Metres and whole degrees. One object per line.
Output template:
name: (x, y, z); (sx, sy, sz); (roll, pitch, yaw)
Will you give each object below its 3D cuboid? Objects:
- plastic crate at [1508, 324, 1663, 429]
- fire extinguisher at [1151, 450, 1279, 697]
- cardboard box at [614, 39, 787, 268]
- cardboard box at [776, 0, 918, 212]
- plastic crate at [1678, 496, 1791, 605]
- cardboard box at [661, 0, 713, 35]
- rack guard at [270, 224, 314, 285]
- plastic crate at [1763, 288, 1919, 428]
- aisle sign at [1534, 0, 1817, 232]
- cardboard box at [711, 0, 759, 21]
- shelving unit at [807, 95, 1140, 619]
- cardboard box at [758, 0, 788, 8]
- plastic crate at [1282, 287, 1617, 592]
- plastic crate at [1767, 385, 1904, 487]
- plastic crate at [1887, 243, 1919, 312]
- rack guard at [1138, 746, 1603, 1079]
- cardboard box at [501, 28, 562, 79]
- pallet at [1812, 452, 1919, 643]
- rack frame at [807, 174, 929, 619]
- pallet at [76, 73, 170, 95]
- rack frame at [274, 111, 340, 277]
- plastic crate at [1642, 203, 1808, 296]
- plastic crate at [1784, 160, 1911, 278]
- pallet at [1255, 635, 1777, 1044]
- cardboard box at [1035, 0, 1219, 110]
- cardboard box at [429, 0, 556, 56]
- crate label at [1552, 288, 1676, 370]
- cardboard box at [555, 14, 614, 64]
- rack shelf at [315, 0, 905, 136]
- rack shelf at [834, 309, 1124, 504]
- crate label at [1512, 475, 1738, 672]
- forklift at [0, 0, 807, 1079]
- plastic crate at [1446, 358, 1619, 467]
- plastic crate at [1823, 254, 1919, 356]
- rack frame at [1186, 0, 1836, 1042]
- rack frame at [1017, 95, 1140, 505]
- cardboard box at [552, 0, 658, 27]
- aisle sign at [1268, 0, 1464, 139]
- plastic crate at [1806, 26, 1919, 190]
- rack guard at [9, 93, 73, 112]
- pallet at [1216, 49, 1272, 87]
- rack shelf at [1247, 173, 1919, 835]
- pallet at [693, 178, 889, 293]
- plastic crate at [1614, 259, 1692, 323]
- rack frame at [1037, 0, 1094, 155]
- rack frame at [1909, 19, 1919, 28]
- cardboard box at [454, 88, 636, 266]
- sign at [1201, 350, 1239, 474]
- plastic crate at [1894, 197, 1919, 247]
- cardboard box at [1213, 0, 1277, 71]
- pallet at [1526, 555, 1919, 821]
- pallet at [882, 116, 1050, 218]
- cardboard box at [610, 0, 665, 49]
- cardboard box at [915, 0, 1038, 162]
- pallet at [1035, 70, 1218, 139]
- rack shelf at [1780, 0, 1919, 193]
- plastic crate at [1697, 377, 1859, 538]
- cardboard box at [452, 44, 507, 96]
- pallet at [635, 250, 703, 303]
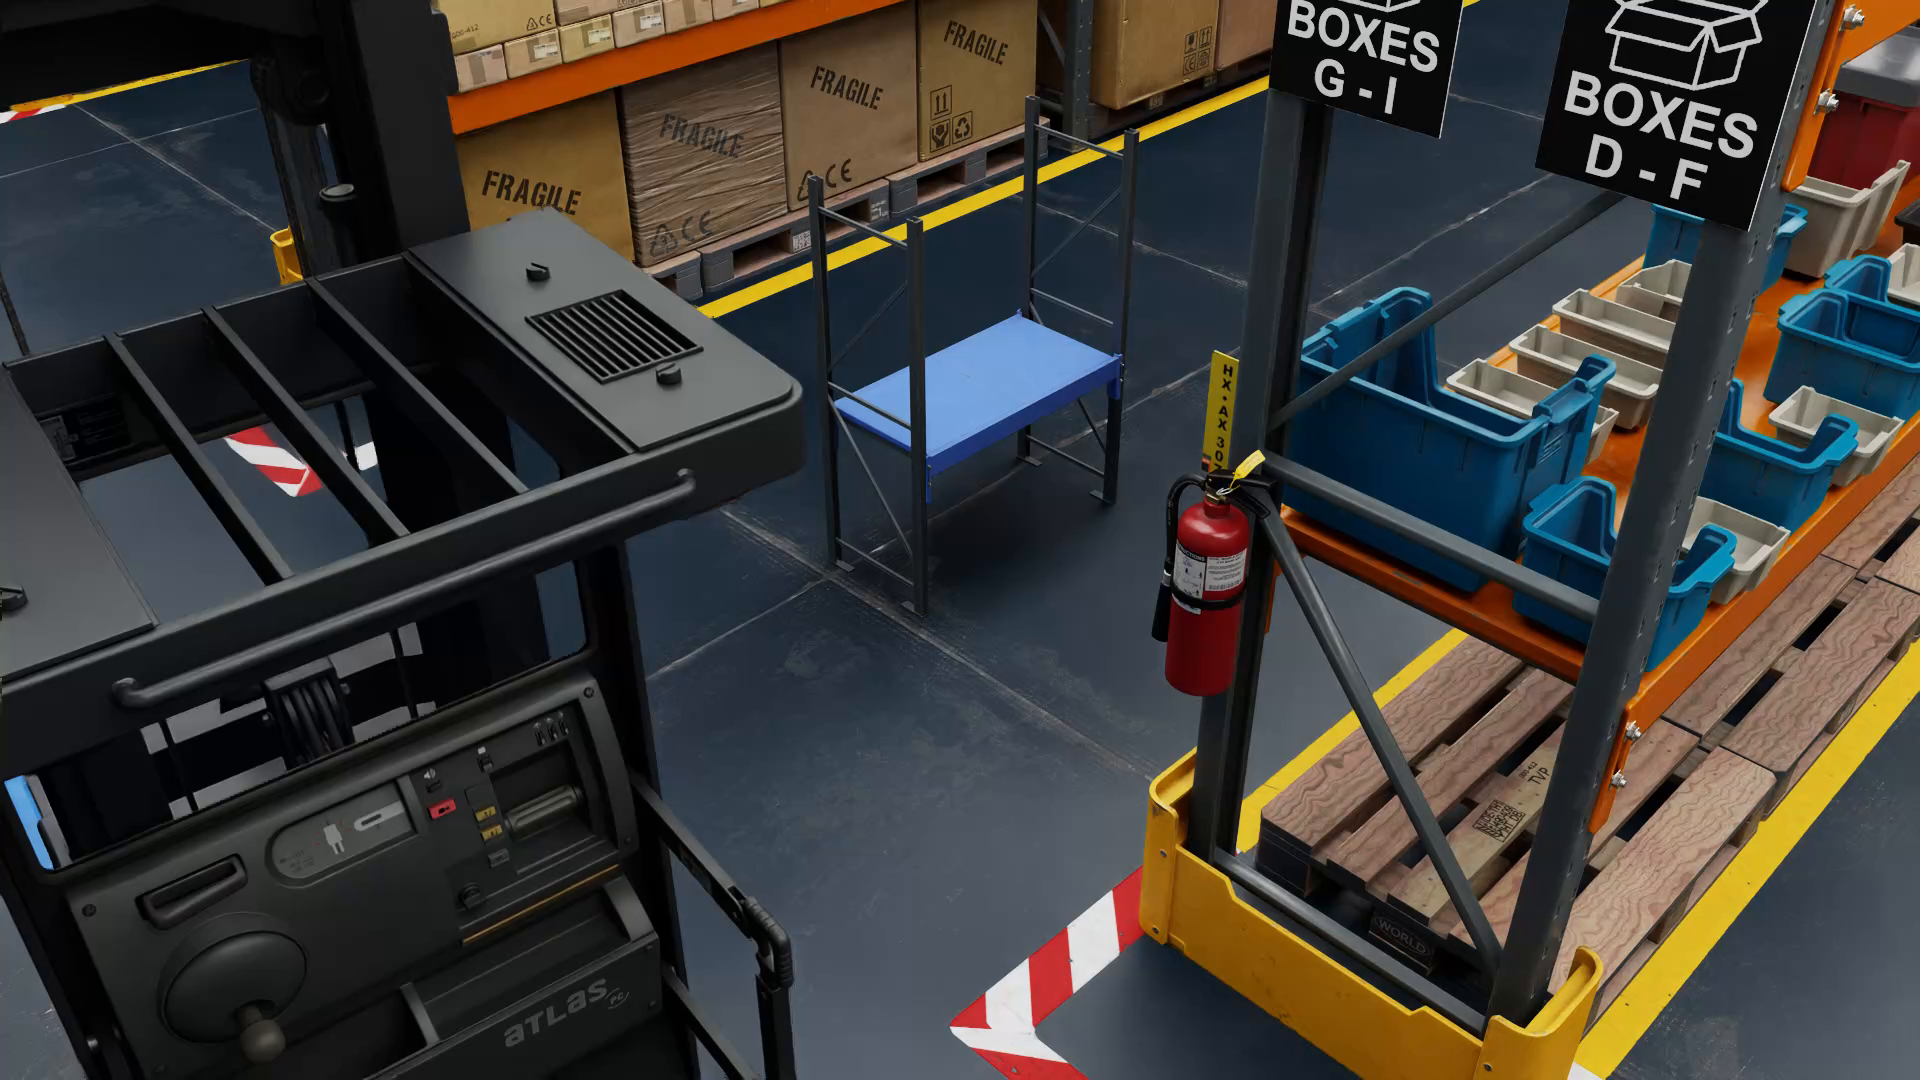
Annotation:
plastic crate: (1.681, -0.434, 4.428); (0.396, 0.136, 0.243); (30, 45, 35)
fire extinguisher: (0.592, 0.061, 3.933); (0.296, 0.674, 0.183); (30, 45, 35)
cardboard box: (-1.459, -1.960, 7.928); (0.875, 0.875, 0.875); (30, 45, 35)
cardboard box: (-0.832, -2.321, 8.446); (0.875, 0.875, 0.875); (30, 45, 35)
plastic crate: (1.713, 0.018, 3.780); (0.250, 0.136, 0.298); (30, 45, 35)
cardboard box: (-1.288, -2.323, 7.179); (0.380, 0.149, 0.250); (29, 44, 34)
rack guard: (-2.511, -0.962, 7.193); (1.175, 0.500, 0.348); (30, 45, 35)
plastic crate: (2.356, -0.459, 4.380); (0.416, 0.233, 0.300); (30, 45, 35)
aisle sign: (1.180, -0.919, 2.672); (0.394, 0.787, 0.004); (30, 45, 35)
cardboard box: (-1.106, -2.428, 7.330); (0.380, 0.149, 0.250); (29, 44, 35)
shelving unit: (0.060, -0.650, 5.871); (0.538, 1.500, 1.048); (30, 45, 35)
cardboard box: (-0.927, -2.531, 7.476); (0.380, 0.149, 0.250); (28, 44, 34)
plastic crate: (1.124, -0.252, 3.905); (0.616, 0.435, 0.499); (30, 45, 35)
plastic crate: (2.191, -0.257, 4.175); (0.250, 0.136, 0.298); (30, 45, 35)
plastic crate: (2.825, -0.713, 4.829); (0.293, 0.136, 0.466); (30, 45, 35)
rack guard: (1.013, 1.039, 4.323); (1.175, 0.500, 0.348); (30, 45, 35)
cardboard box: (-1.830, -2.010, 6.730); (0.380, 0.149, 0.250); (29, 44, 35)
pallet: (3.348, -0.167, 6.305); (1.003, 0.211, 1.213); (30, 45, 35)
rack frame: (-0.298, -0.443, 5.575); (0.500, 1.500, 0.032); (30, 45, 35)
pallet: (-5.292, -3.240, 10.712); (1.003, 0.211, 1.213); (30, 45, 35)
rack frame: (-2.495, -1.998, 6.492); (1.000, 3.000, 0.127); (30, 45, 35)
plastic crate: (2.285, -0.894, 5.004); (0.416, 0.233, 0.300); (30, 45, 35)
plastic crate: (2.632, -1.055, 5.192); (0.437, 0.282, 0.530); (30, 45, 35)
pallet: (1.629, 0.823, 4.885); (1.003, 0.211, 1.213); (30, 45, 35)
cardboard box: (0.760, -3.190, 9.692); (1.225, 0.875, 0.875); (30, 45, 35)
cardboard box: (-1.965, -2.144, 6.573); (0.500, 0.250, 0.500); (28, 44, 34)
crate label: (1.860, -0.556, 4.604); (0.396, 0.136, 0.243); (30, 45, 35)
cardboard box: (-1.650, -2.114, 6.879); (0.380, 0.149, 0.250); (28, 44, 34)
rack shelf: (-1.085, -2.514, 7.862); (1.077, 0.370, 4.000); (30, 45, 35)
rack shelf: (0.060, -0.502, 5.974); (0.538, 0.185, 1.000); (30, 45, 35)
crate label: (1.428, 0.075, 3.614); (0.416, 0.233, 0.303); (30, 45, 35)
forklift: (-0.896, 0.631, 2.783); (1.130, 2.935, 3.031); (-24, 41, -30)
plastic crate: (1.466, -0.322, 4.267); (0.396, 0.136, 0.243); (30, 45, 35)
plastic crate: (2.567, -0.581, 4.555); (0.416, 0.233, 0.300); (30, 45, 35)
rack frame: (1.020, -0.001, 3.630); (1.000, 3.000, 0.127); (30, 45, 35)
rack frame: (0.418, -0.856, 6.167); (0.500, 1.500, 0.032); (30, 45, 35)
cardboard box: (-1.603, -2.358, 6.880); (0.500, 0.250, 0.500); (29, 44, 35)
aisle sign: (0.762, -1.156, 3.013); (0.394, 0.787, 0.004); (30, 45, 35)
plastic crate: (3.032, -1.415, 5.548); (0.402, 0.464, 0.583); (30, 45, 35)
rack guard: (-5.890, -3.043, 10.176); (1.175, 0.500, 0.348); (30, 45, 35)
pallet: (1.674, -3.319, 10.824); (1.003, 0.211, 1.213); (30, 45, 35)
rack shelf: (2.429, -0.518, 5.000); (1.077, 0.370, 4.000); (30, 45, 35)
pallet: (-1.127, -1.703, 8.507); (1.003, 0.211, 1.213); (30, 45, 35)
plastic crate: (2.055, -0.684, 4.787); (0.298, 0.136, 0.250); (30, 45, 35)
rack frame: (0.324, -3.621, 8.820); (1.000, 3.000, 0.127); (30, 45, 35)
rack frame: (3.839, -1.625, 5.958); (1.000, 3.000, 0.127); (30, 45, 35)
cardboard box: (-2.100, -1.590, 7.398); (0.875, 0.875, 0.875); (30, 45, 35)
sign: (0.619, -0.283, 3.891); (0.100, 0.325, 0.005); (30, 45, 35)
plastic crate: (3.241, -0.974, 5.213); (0.437, 0.125, 0.590); (30, 45, 35)
cardboard box: (1.389, -3.553, 10.213); (1.225, 0.875, 0.875); (28, 44, 34)
pallet: (2.488, 0.330, 5.592); (1.003, 0.211, 1.213); (30, 45, 35)
pallet: (-0.268, -2.200, 9.221); (1.003, 0.211, 1.213); (30, 45, 35)
cardboard box: (-1.467, -2.221, 7.032); (0.380, 0.149, 0.250); (29, 44, 35)
cardboard box: (-0.198, -2.686, 8.970); (0.875, 0.875, 0.875); (30, 45, 35)
pallet: (0.814, -2.821, 10.111); (1.003, 0.211, 1.213); (30, 45, 35)
rack shelf: (2.429, -1.748, 4.142); (1.077, 0.370, 4.000); (30, 45, 35)
plastic crate: (1.892, -0.192, 3.997); (0.416, 0.233, 0.300); (30, 45, 35)
cardboard box: (-2.010, -1.906, 6.580); (0.250, 0.149, 0.380); (-29, 44, -35)
pallet: (-1.987, -1.210, 7.800); (1.003, 0.211, 1.213); (30, 45, 35)
